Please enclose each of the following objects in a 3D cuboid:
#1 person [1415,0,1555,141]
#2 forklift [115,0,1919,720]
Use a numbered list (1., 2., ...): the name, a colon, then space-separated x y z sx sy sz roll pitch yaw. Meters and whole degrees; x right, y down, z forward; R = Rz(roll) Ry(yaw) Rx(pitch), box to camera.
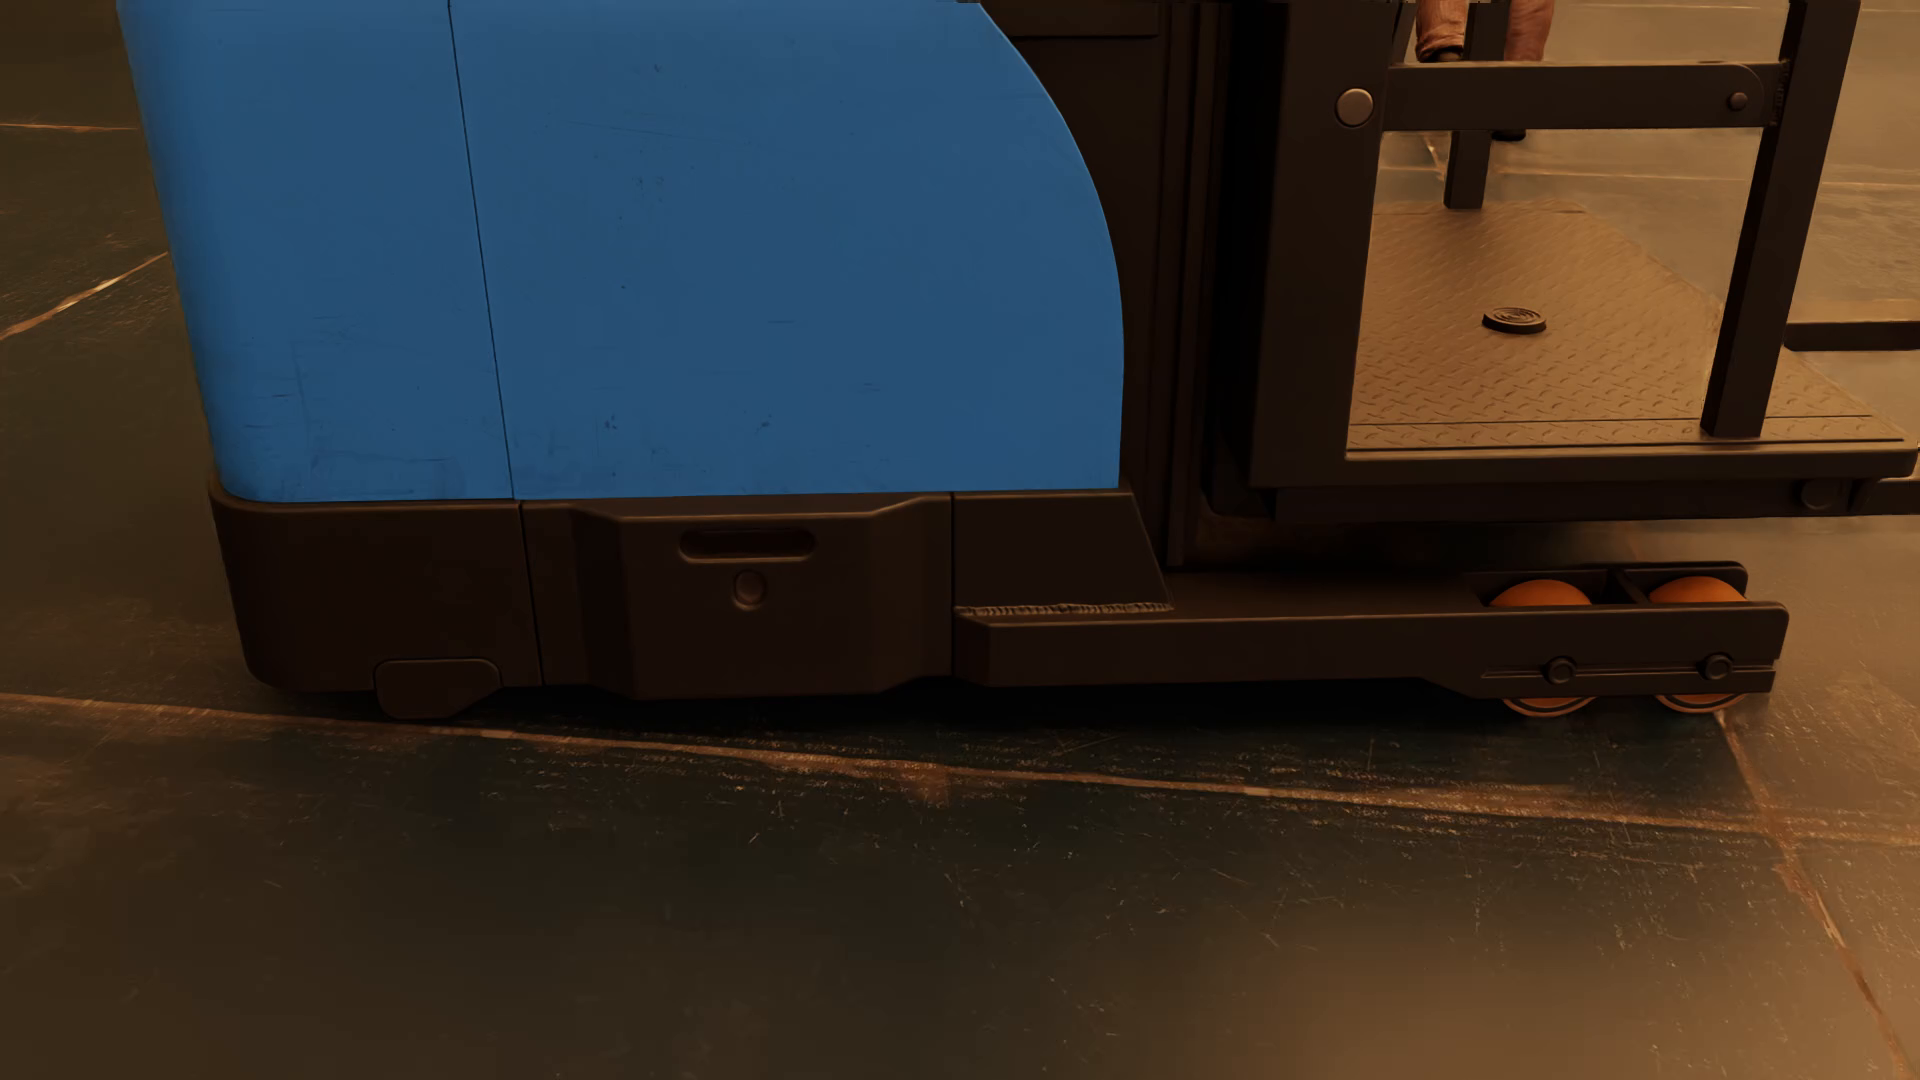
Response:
1. person: 1.529 -1.969 4.542 0.699 1.702 0.473 4 27 8
2. forklift: 0.612 -1.329 1.881 3.031 2.935 1.130 -1 27 -2
